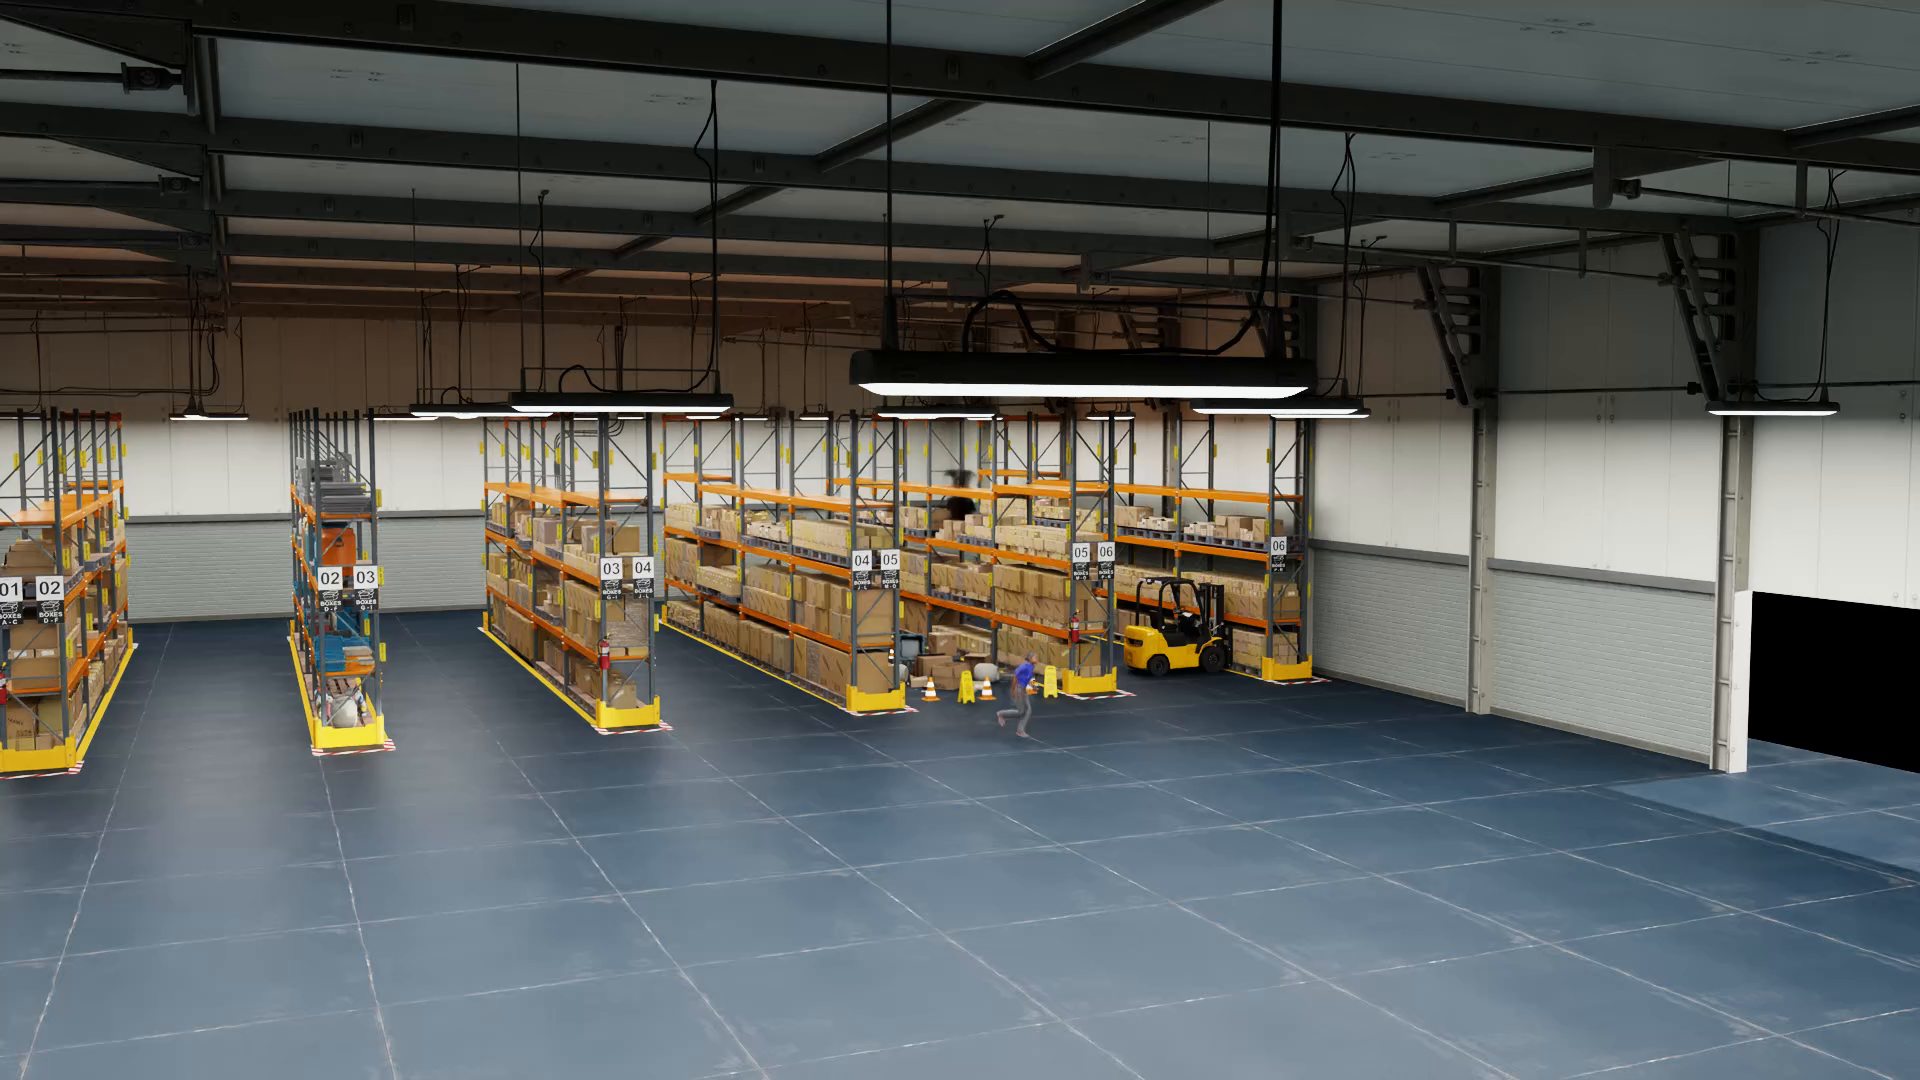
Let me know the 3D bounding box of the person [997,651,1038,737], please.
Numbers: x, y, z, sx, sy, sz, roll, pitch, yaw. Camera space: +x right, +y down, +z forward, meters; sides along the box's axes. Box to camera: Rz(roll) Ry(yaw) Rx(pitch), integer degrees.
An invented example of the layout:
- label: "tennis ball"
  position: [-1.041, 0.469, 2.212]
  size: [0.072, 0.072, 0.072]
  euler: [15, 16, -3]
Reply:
- label: "person"
  position: [1.063, 2.822, 30.488]
  size: [0.766, 1.599, 0.569]
  euler: [1, 4, 15]

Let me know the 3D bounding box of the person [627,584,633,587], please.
- label: "person"
  position: [-9.000, 1.669, 46.003]
  size: [0.634, 1.717, 0.788]
  euler: [-1, 4, -19]

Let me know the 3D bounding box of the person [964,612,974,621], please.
- label: "person"
  position: [0.232, 1.503, 48.213]
  size: [0.589, 1.703, 0.697]
  euler: [3, 5, 37]
